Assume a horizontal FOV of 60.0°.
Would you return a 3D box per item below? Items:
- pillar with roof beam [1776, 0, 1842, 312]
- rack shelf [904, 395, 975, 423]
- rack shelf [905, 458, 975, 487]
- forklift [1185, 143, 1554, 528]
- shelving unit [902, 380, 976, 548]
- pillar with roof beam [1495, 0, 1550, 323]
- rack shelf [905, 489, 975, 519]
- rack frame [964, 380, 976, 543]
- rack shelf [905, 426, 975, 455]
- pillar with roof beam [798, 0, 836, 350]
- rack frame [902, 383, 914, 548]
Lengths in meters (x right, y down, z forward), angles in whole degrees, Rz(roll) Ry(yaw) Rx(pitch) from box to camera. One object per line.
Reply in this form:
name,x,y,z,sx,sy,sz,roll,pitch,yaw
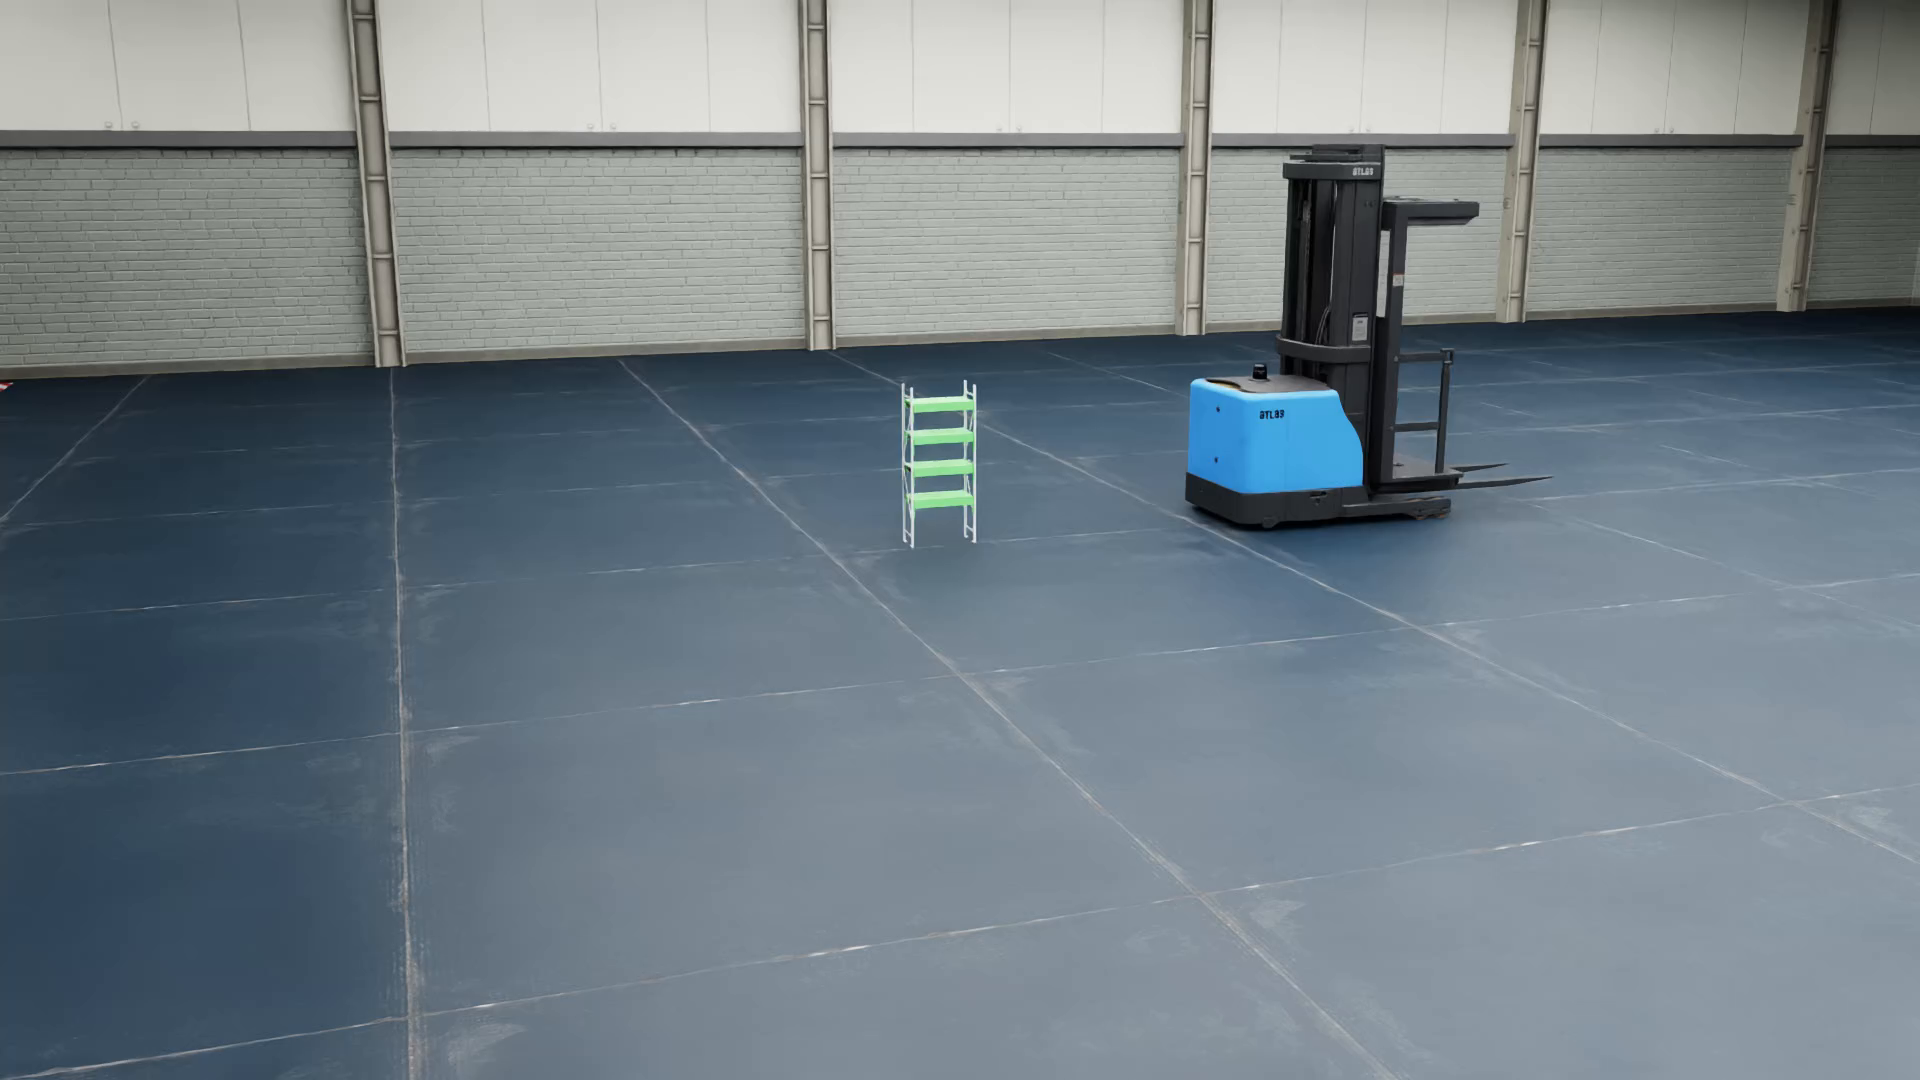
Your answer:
pillar with roof beam,16.383,-7.577,25.052,0.400,9.000,9.100,-4,14,-18
rack shelf,-0.157,-0.976,12.356,0.480,0.148,0.258,-4,14,-18
rack shelf,-0.157,-0.509,12.467,0.480,0.148,0.258,-4,14,-18
forklift,3.432,-1.700,13.456,3.031,2.935,1.130,-5,14,-19
shelving unit,-0.157,-0.571,12.453,0.503,1.200,0.258,-4,14,-18
pillar with roof beam,10.697,-7.135,23.191,0.400,9.000,9.100,-4,14,-18
rack shelf,-0.157,-0.276,12.523,0.480,0.148,0.258,-4,14,-18
rack frame,0.074,-0.590,12.528,0.015,1.200,0.240,-4,14,-18
rack shelf,-0.157,-0.743,12.412,0.480,0.148,0.258,-4,14,-18
pillar with roof beam,-0.677,-6.249,19.467,0.400,9.000,9.100,-4,14,-18
rack frame,-0.388,-0.553,12.377,0.015,1.200,0.240,-4,14,-18
